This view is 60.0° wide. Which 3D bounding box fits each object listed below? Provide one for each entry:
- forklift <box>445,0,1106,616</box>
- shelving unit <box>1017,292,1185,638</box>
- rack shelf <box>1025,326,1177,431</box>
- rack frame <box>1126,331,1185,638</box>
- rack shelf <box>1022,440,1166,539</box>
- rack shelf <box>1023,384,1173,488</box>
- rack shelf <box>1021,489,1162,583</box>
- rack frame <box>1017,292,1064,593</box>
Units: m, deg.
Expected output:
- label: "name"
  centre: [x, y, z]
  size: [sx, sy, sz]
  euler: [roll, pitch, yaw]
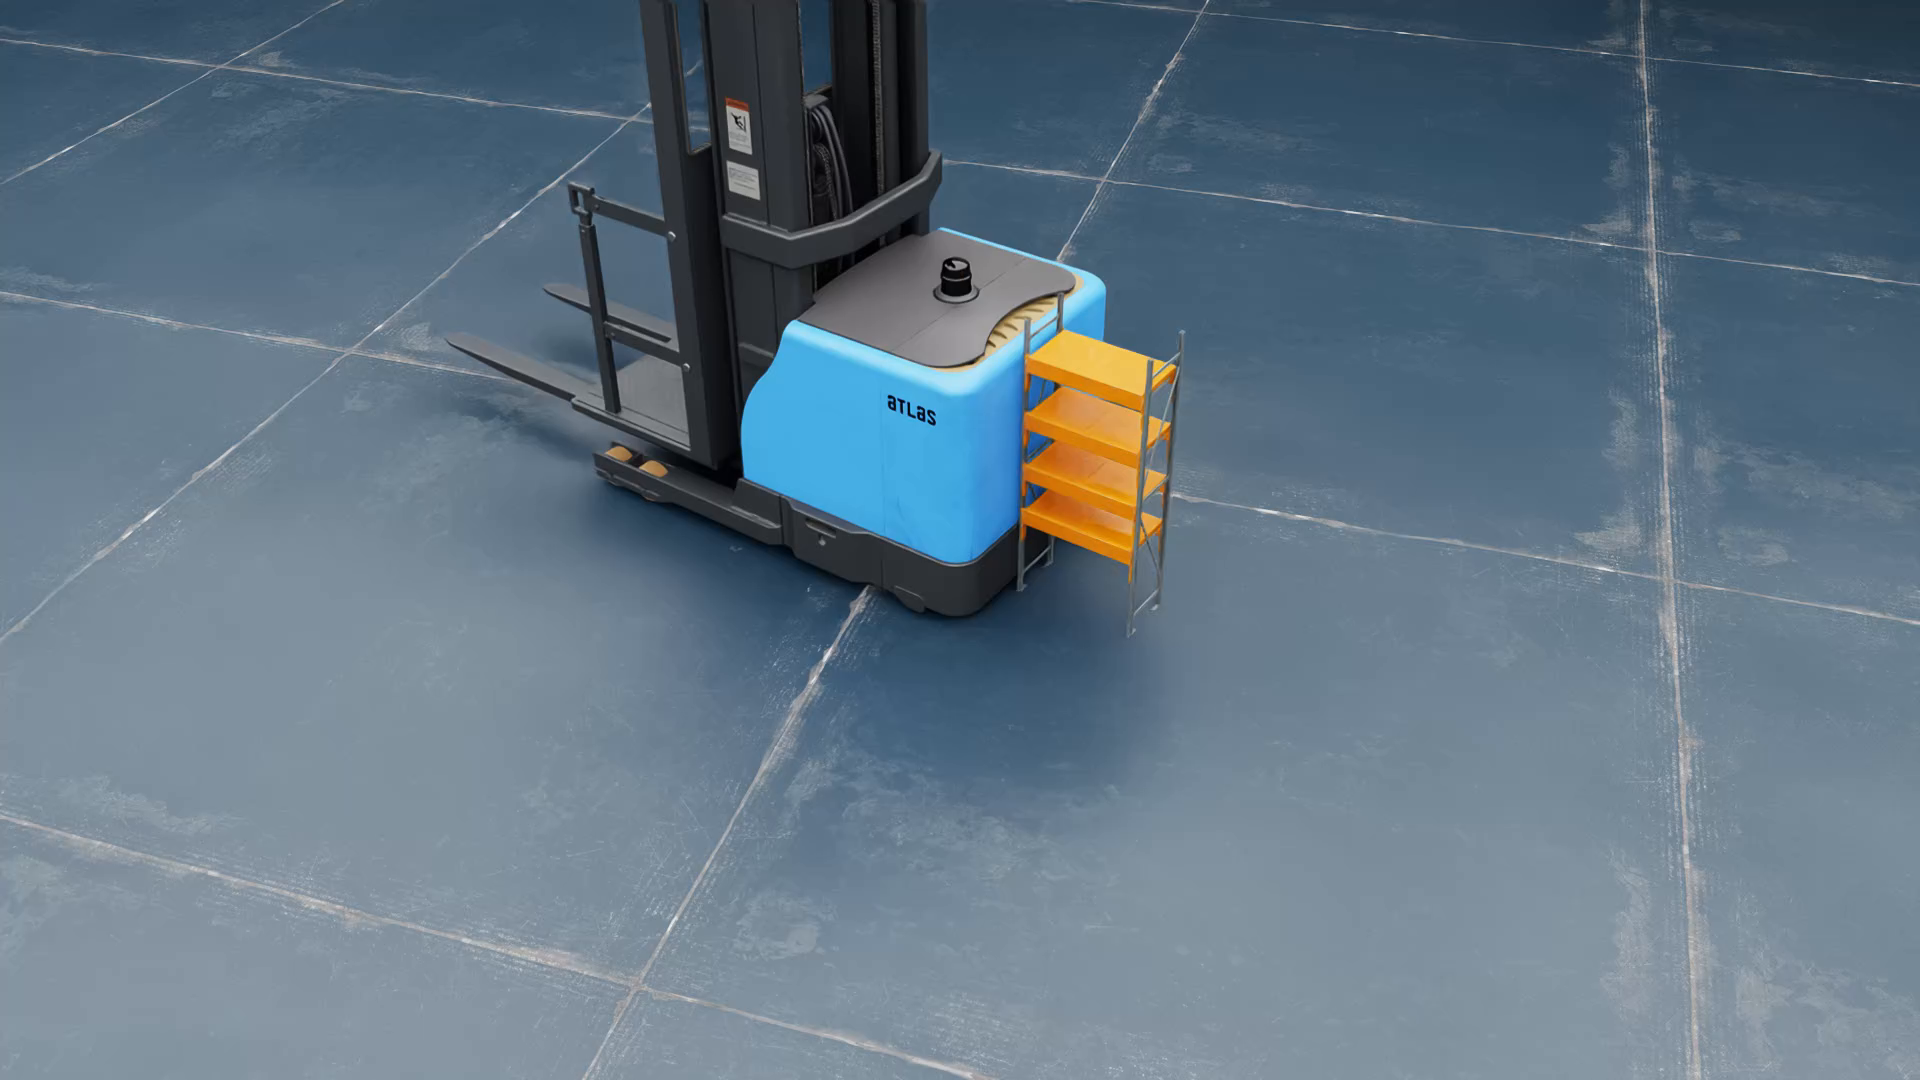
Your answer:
- label: "forklift"
  centre: [-0.932, -1.577, 6.420]
  size: [3.031, 2.935, 1.130]
  euler: [22, 42, 27]
- label: "shelving unit"
  centre: [0.498, -0.256, 6.086]
  size: [0.503, 1.200, 0.258]
  euler: [22, 42, 27]
- label: "rack shelf"
  centre: [0.498, -0.573, 5.853]
  size: [0.480, 0.148, 0.258]
  euler: [22, 42, 27]
- label: "rack frame"
  centre: [0.699, -0.174, 5.975]
  size: [0.015, 1.200, 0.240]
  euler: [22, 42, 27]
- label: "rack shelf"
  centre: [0.498, -0.202, 6.126]
  size: [0.480, 0.148, 0.258]
  euler: [22, 42, 27]
- label: "rack shelf"
  centre: [0.498, -0.382, 5.993]
  size: [0.480, 0.148, 0.258]
  euler: [22, 42, 27]
- label: "rack shelf"
  centre: [0.498, -0.042, 6.244]
  size: [0.480, 0.148, 0.258]
  euler: [22, 42, 27]
- label: "rack frame"
  centre: [0.297, -0.338, 6.198]
  size: [0.015, 1.200, 0.240]
  euler: [22, 42, 27]
